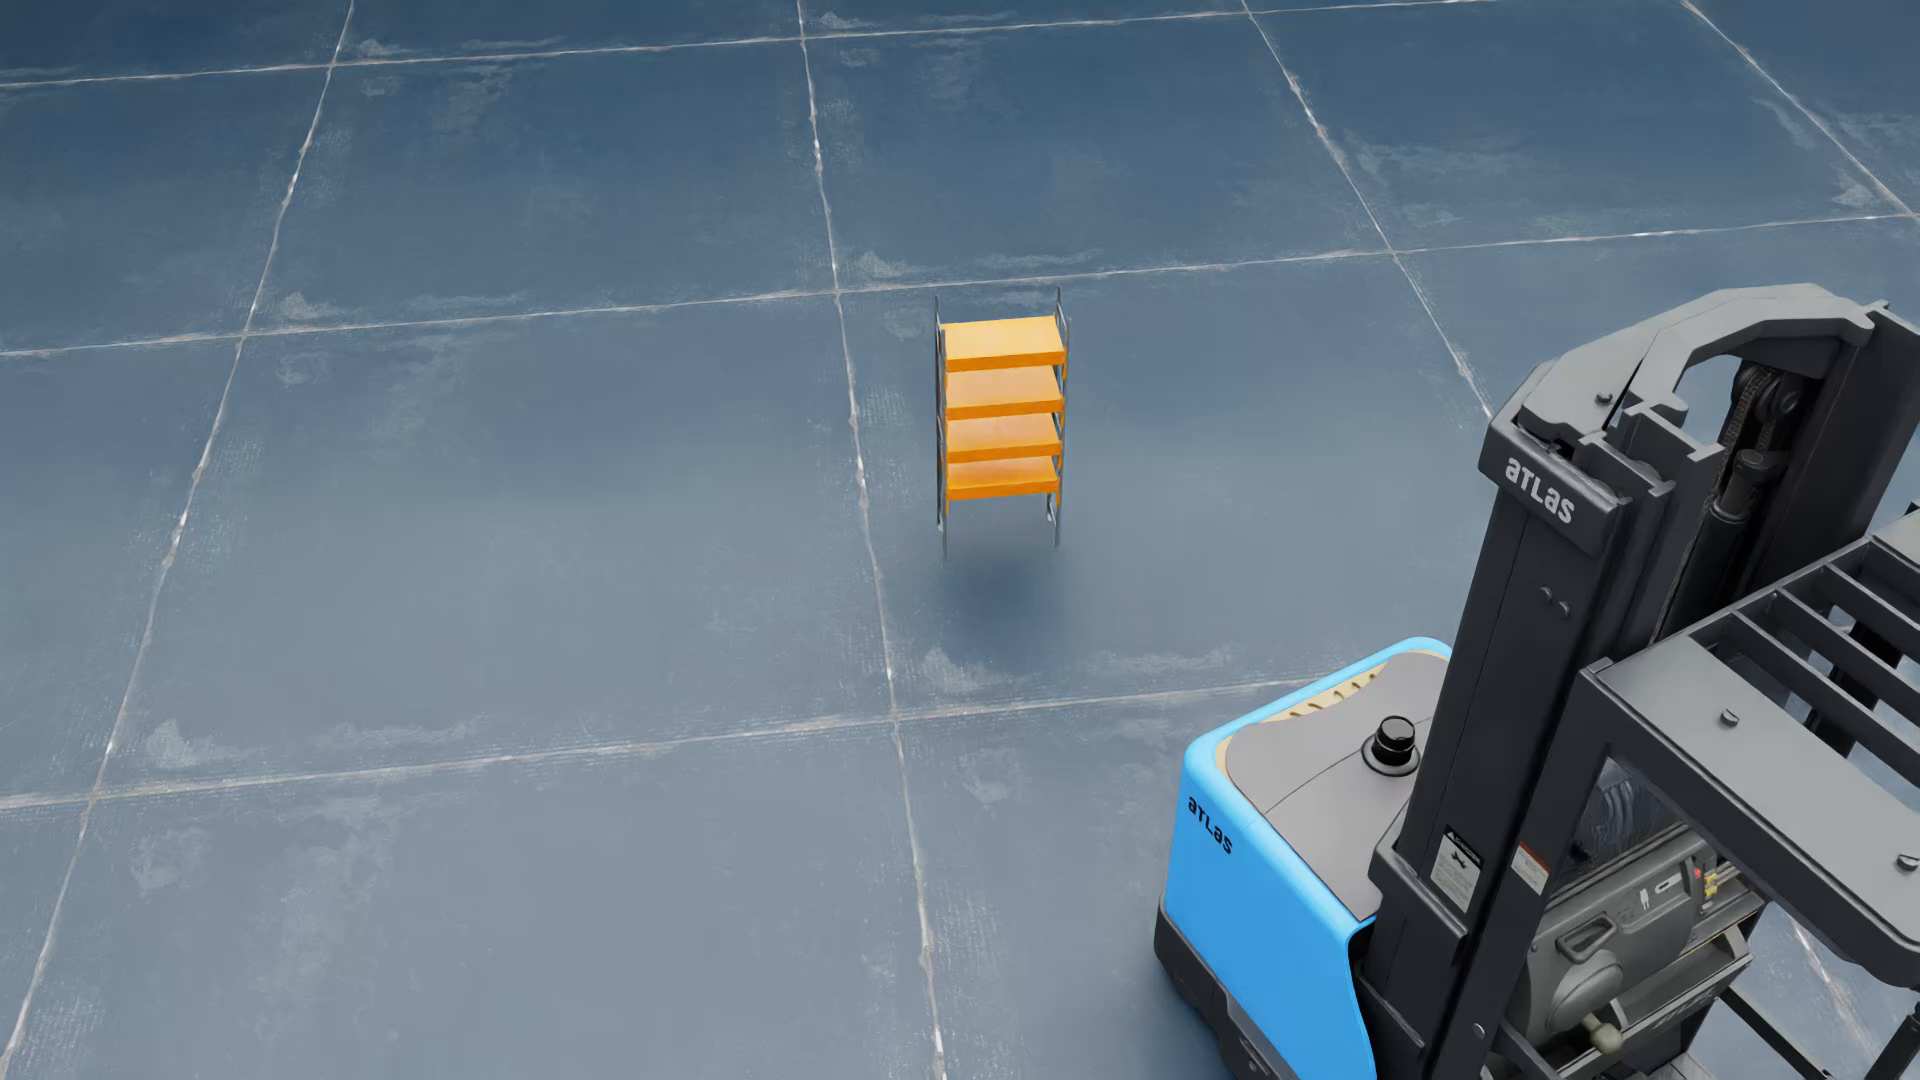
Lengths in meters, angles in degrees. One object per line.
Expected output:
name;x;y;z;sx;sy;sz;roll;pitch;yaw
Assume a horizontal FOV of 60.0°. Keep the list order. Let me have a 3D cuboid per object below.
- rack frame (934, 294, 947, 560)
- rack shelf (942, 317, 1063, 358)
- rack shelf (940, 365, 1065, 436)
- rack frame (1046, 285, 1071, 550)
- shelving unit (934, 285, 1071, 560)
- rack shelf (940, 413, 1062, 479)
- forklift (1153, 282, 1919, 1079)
rack frame;-0.078;-0.439;6.841;0.015;1.200;0.240;-5;42;-6
rack shelf;0.164;-0.781;6.575;0.457;0.050;0.221;-5;42;-6
rack shelf;0.164;-0.576;6.759;0.480;0.148;0.258;-5;42;-6
rack frame;0.406;-0.481;6.888;0.015;1.200;0.240;-5;42;-6
shelving unit;0.164;-0.460;6.864;0.503;1.200;0.258;-5;42;-6
rack shelf;0.164;-0.410;6.909;0.480;0.148;0.258;-5;42;-6
forklift;1.832;1.011;3.941;1.130;2.935;3.031;-21;46;-22
